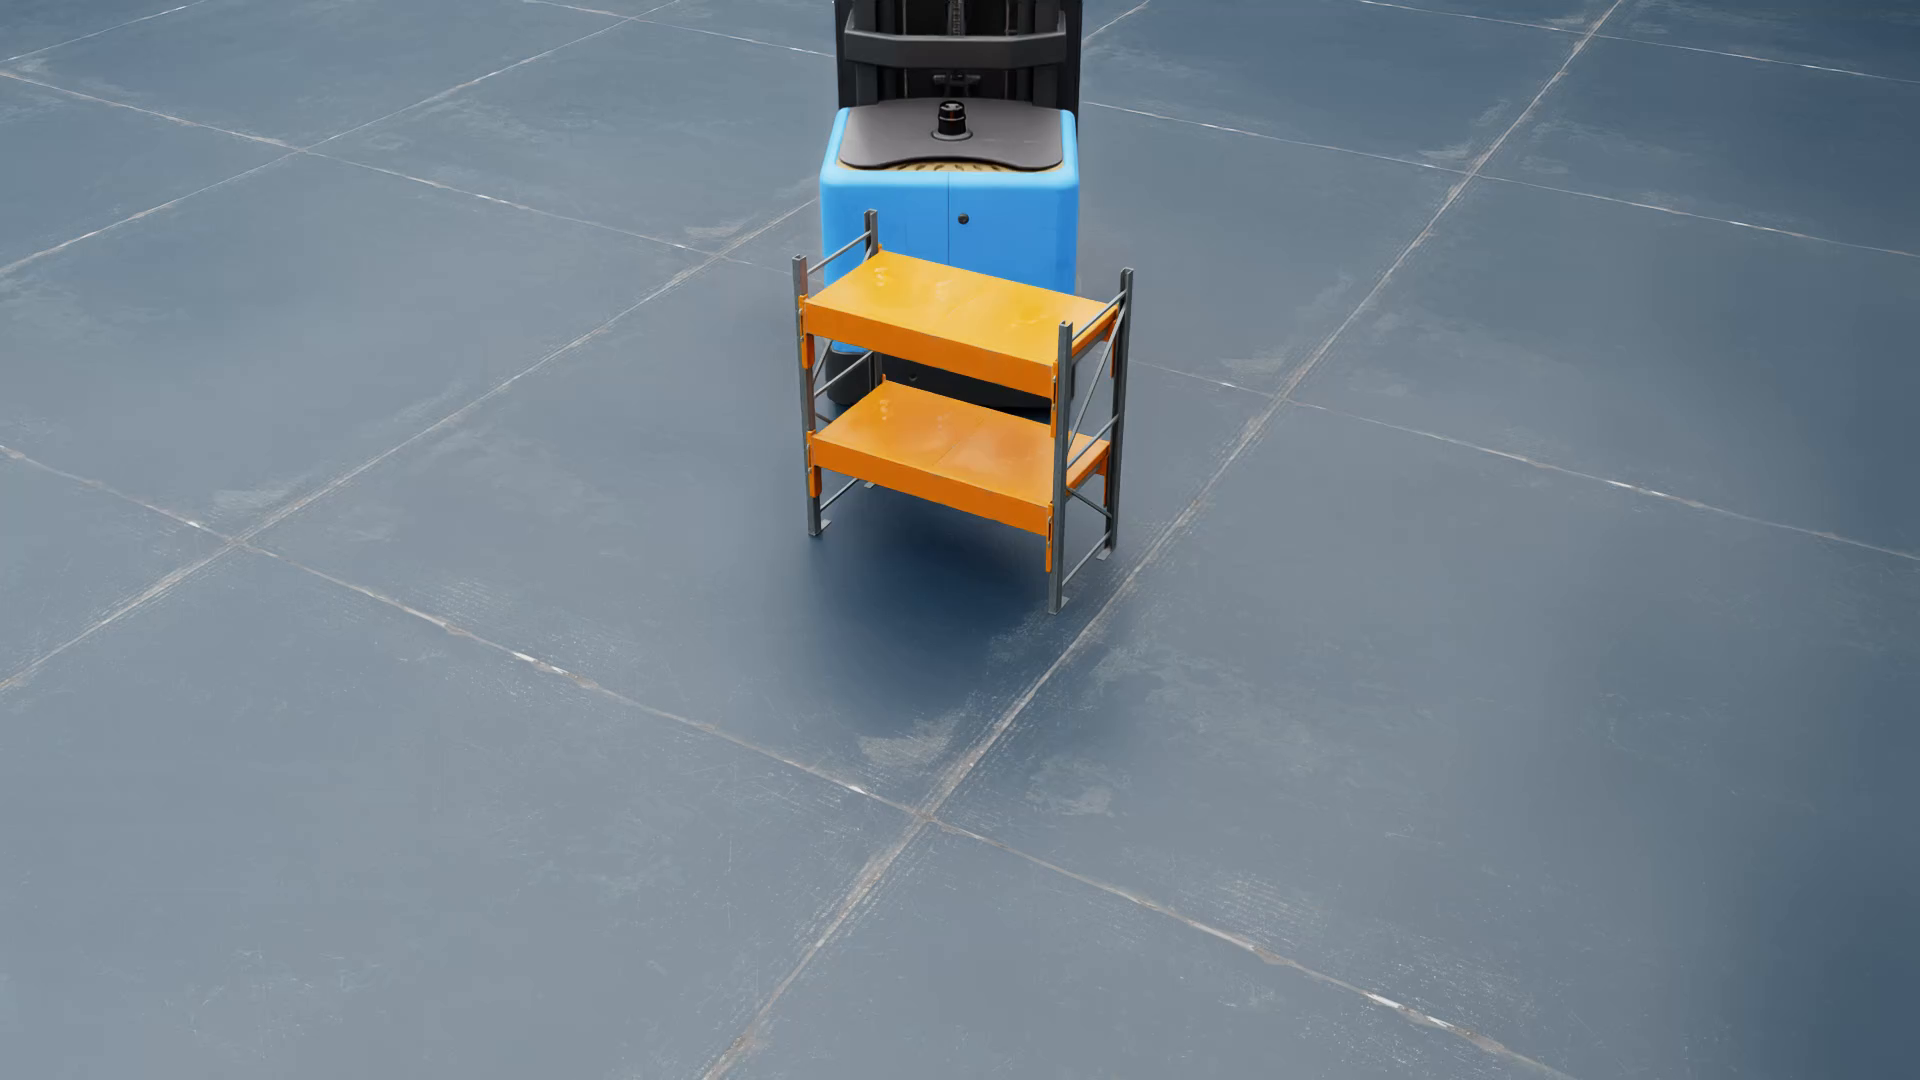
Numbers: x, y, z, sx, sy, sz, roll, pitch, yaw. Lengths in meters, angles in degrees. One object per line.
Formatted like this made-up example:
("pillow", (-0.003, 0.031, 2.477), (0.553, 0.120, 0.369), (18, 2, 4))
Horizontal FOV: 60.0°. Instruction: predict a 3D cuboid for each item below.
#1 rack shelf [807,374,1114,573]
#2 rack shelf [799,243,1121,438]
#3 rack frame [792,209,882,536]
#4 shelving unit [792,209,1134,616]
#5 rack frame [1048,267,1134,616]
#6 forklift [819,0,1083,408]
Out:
("rack shelf", (0.006, -0.263, 6.071), (1.000, 0.278, 0.538), (18, 37, 24))
("rack shelf", (0.006, -0.710, 5.773), (1.000, 0.278, 0.538), (18, 37, 24))
("rack frame", (-0.435, -0.606, 6.145), (0.032, 1.125, 0.500), (18, 37, 24))
("shelving unit", (0.006, -0.466, 5.935), (1.048, 1.125, 0.538), (18, 37, 24))
("rack frame", (0.447, -0.327, 5.725), (0.032, 1.125, 0.500), (18, 37, 24))
("forklift", (0.002, -2.558, 7.447), (1.130, 2.935, 3.031), (1, 34, 1))
